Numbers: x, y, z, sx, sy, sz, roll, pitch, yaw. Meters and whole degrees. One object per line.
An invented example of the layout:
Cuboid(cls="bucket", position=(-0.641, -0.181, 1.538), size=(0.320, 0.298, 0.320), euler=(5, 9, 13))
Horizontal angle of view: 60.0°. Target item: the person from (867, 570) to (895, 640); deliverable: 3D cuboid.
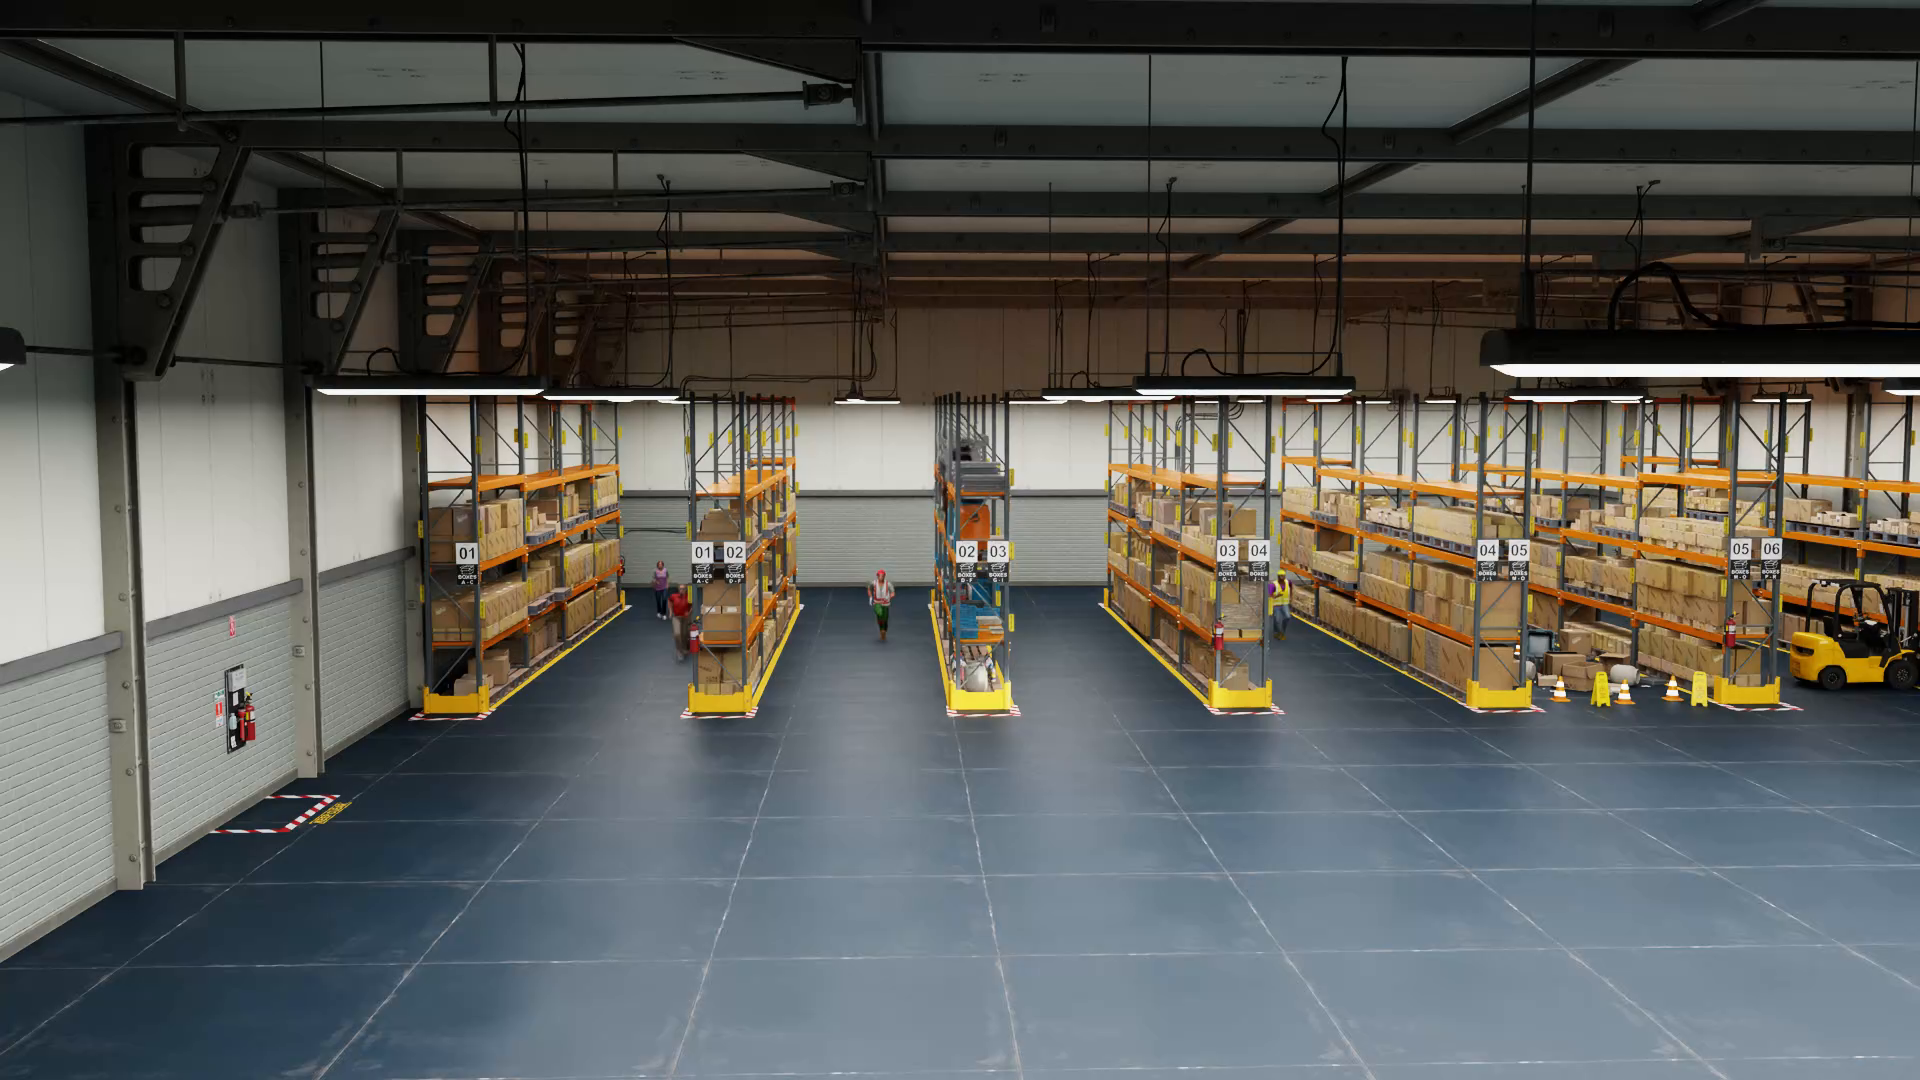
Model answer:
Cuboid(cls="person", position=(-1.904, 1.579, 40.232), size=(0.664, 1.743, 0.918), euler=(0, 5, -4))

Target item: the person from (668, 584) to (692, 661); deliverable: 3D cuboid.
Cuboid(cls="person", position=(-6.317, 1.843, 37.872), size=(0.663, 1.747, 0.945), euler=(-1, 5, -7))

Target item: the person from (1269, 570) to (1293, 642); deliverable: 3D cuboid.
Cuboid(cls="person", position=(7.825, 1.600, 40.557), size=(0.732, 1.764, 0.816), euler=(-1, 5, -9))

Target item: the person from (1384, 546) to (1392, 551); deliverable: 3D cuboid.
Cuboid(cls="person", position=(12.691, 0.986, 49.211), size=(0.742, 1.640, 0.577), euler=(0, 5, 0))

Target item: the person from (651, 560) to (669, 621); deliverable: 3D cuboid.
Cuboid(cls="person", position=(-8.041, 1.361, 44.645), size=(0.488, 1.644, 0.750), euler=(-1, 5, -10))
